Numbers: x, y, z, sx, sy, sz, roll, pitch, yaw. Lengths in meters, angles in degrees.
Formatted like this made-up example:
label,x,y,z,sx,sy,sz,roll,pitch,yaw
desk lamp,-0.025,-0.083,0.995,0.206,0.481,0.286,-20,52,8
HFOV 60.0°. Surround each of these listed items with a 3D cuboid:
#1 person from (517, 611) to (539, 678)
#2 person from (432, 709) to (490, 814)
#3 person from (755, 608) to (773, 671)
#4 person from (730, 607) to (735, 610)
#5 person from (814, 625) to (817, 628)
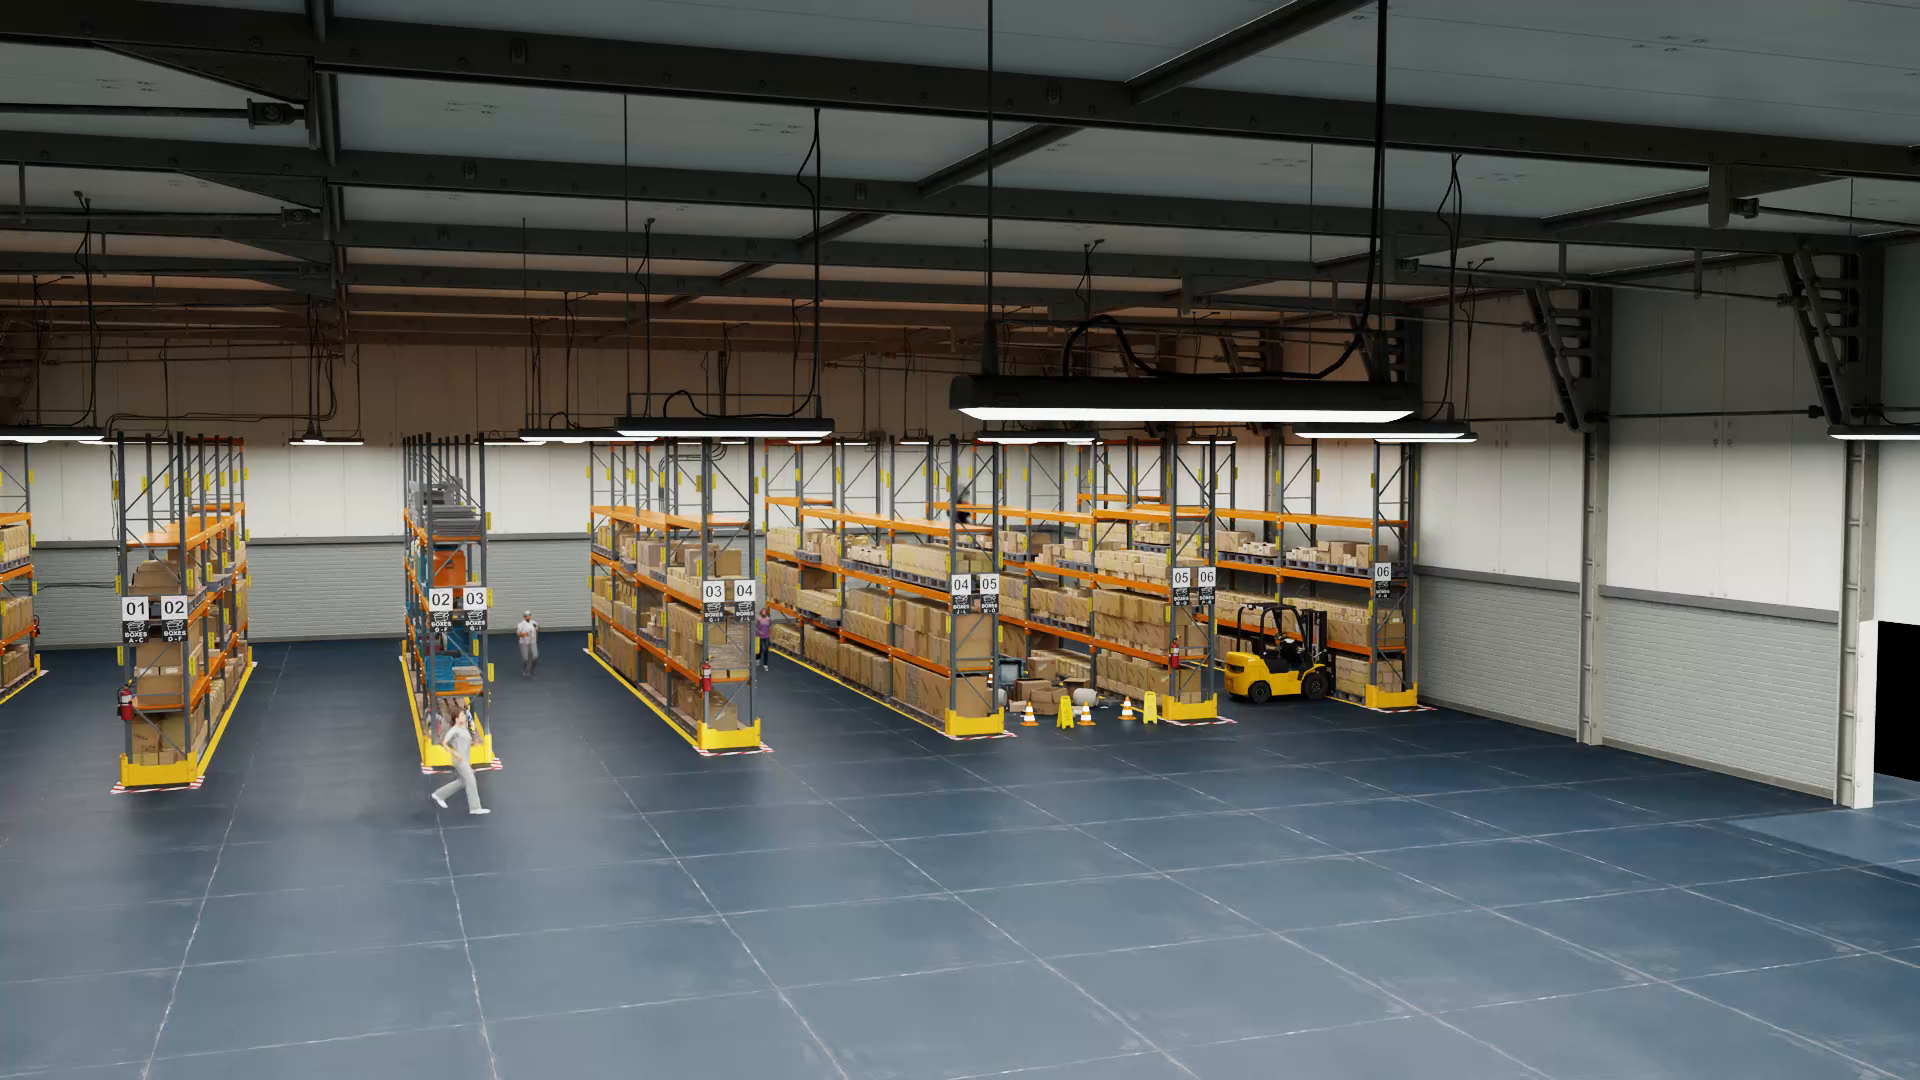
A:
label,x,y,z,sx,sy,sz,roll,pitch,yaw
person,-10.734,2.611,41.418,0.585,1.688,0.644,-2,4,-30
person,-7.769,3.444,25.889,0.880,1.643,0.574,0,3,1
person,-5.087,2.666,43.045,0.567,1.372,0.736,-1,3,-21
person,-6.724,2.298,47.457,0.616,1.626,0.608,1,3,10
person,-4.184,1.872,49.367,0.874,1.704,0.640,3,4,39
